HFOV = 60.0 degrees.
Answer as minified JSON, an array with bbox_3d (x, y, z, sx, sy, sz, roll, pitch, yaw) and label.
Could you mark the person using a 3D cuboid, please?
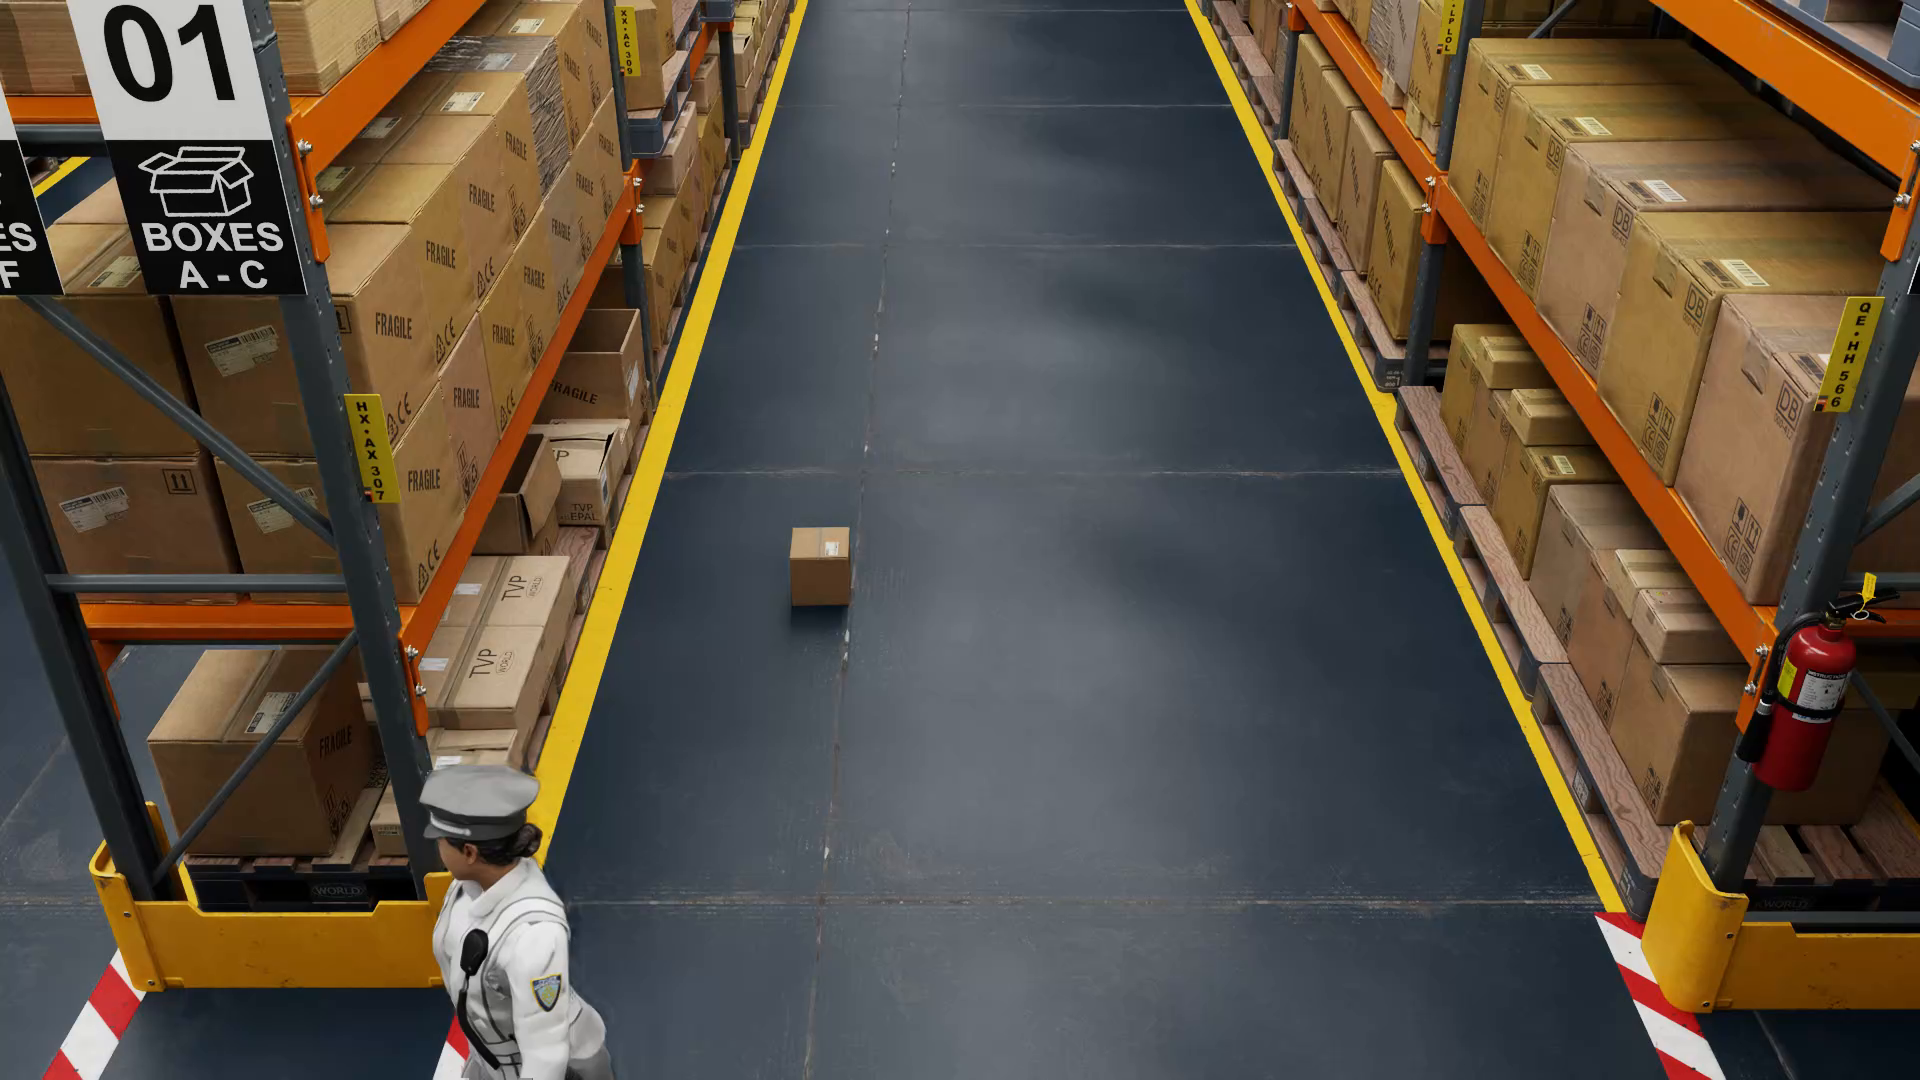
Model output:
[{"bbox_3d":[-1.085,1.308,3.996,0.902,1.624,0.595,-24,39,-33],"label":"person"}]
